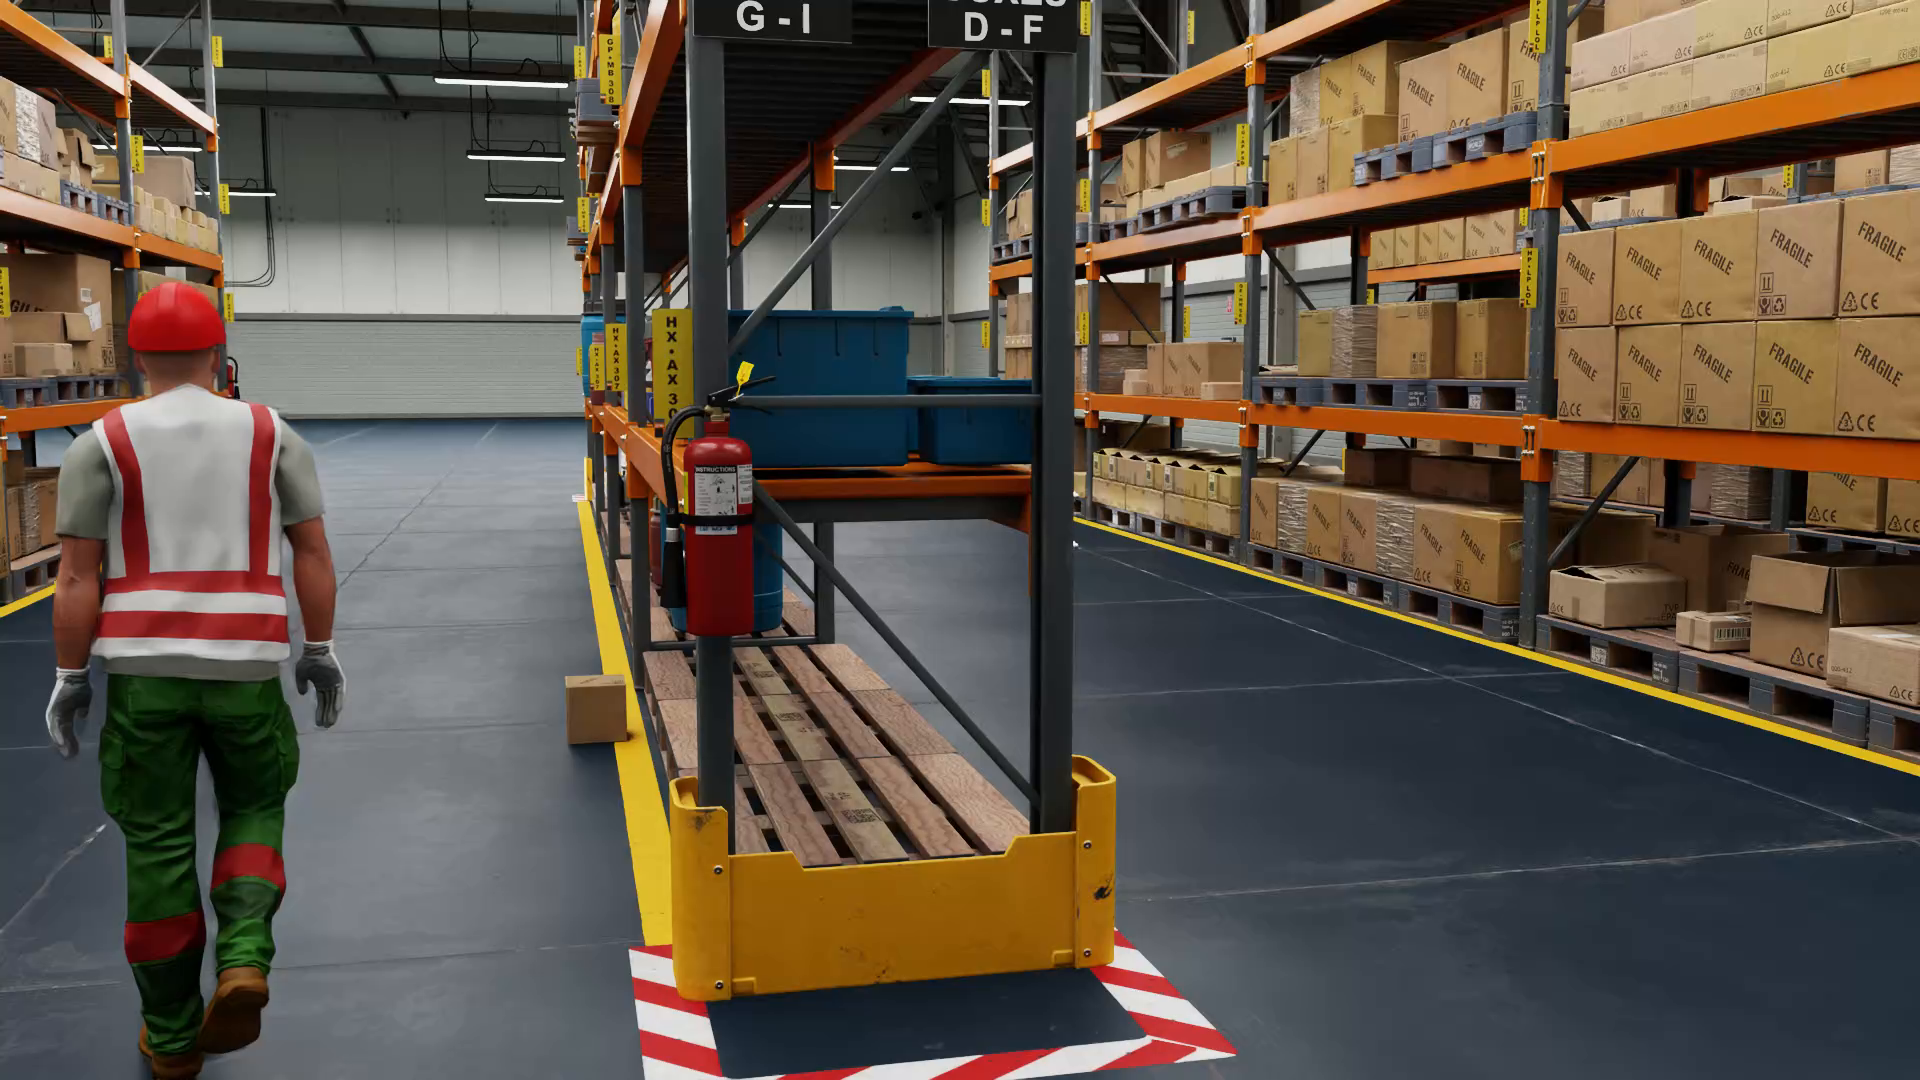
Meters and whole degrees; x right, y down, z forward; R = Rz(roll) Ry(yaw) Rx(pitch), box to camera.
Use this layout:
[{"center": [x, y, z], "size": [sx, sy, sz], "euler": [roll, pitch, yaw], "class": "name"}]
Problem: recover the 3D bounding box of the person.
[{"center": [-1.710, 0.305, 3.758], "size": [0.628, 1.773, 0.544], "euler": [-4, 7, -31], "class": "person"}]
